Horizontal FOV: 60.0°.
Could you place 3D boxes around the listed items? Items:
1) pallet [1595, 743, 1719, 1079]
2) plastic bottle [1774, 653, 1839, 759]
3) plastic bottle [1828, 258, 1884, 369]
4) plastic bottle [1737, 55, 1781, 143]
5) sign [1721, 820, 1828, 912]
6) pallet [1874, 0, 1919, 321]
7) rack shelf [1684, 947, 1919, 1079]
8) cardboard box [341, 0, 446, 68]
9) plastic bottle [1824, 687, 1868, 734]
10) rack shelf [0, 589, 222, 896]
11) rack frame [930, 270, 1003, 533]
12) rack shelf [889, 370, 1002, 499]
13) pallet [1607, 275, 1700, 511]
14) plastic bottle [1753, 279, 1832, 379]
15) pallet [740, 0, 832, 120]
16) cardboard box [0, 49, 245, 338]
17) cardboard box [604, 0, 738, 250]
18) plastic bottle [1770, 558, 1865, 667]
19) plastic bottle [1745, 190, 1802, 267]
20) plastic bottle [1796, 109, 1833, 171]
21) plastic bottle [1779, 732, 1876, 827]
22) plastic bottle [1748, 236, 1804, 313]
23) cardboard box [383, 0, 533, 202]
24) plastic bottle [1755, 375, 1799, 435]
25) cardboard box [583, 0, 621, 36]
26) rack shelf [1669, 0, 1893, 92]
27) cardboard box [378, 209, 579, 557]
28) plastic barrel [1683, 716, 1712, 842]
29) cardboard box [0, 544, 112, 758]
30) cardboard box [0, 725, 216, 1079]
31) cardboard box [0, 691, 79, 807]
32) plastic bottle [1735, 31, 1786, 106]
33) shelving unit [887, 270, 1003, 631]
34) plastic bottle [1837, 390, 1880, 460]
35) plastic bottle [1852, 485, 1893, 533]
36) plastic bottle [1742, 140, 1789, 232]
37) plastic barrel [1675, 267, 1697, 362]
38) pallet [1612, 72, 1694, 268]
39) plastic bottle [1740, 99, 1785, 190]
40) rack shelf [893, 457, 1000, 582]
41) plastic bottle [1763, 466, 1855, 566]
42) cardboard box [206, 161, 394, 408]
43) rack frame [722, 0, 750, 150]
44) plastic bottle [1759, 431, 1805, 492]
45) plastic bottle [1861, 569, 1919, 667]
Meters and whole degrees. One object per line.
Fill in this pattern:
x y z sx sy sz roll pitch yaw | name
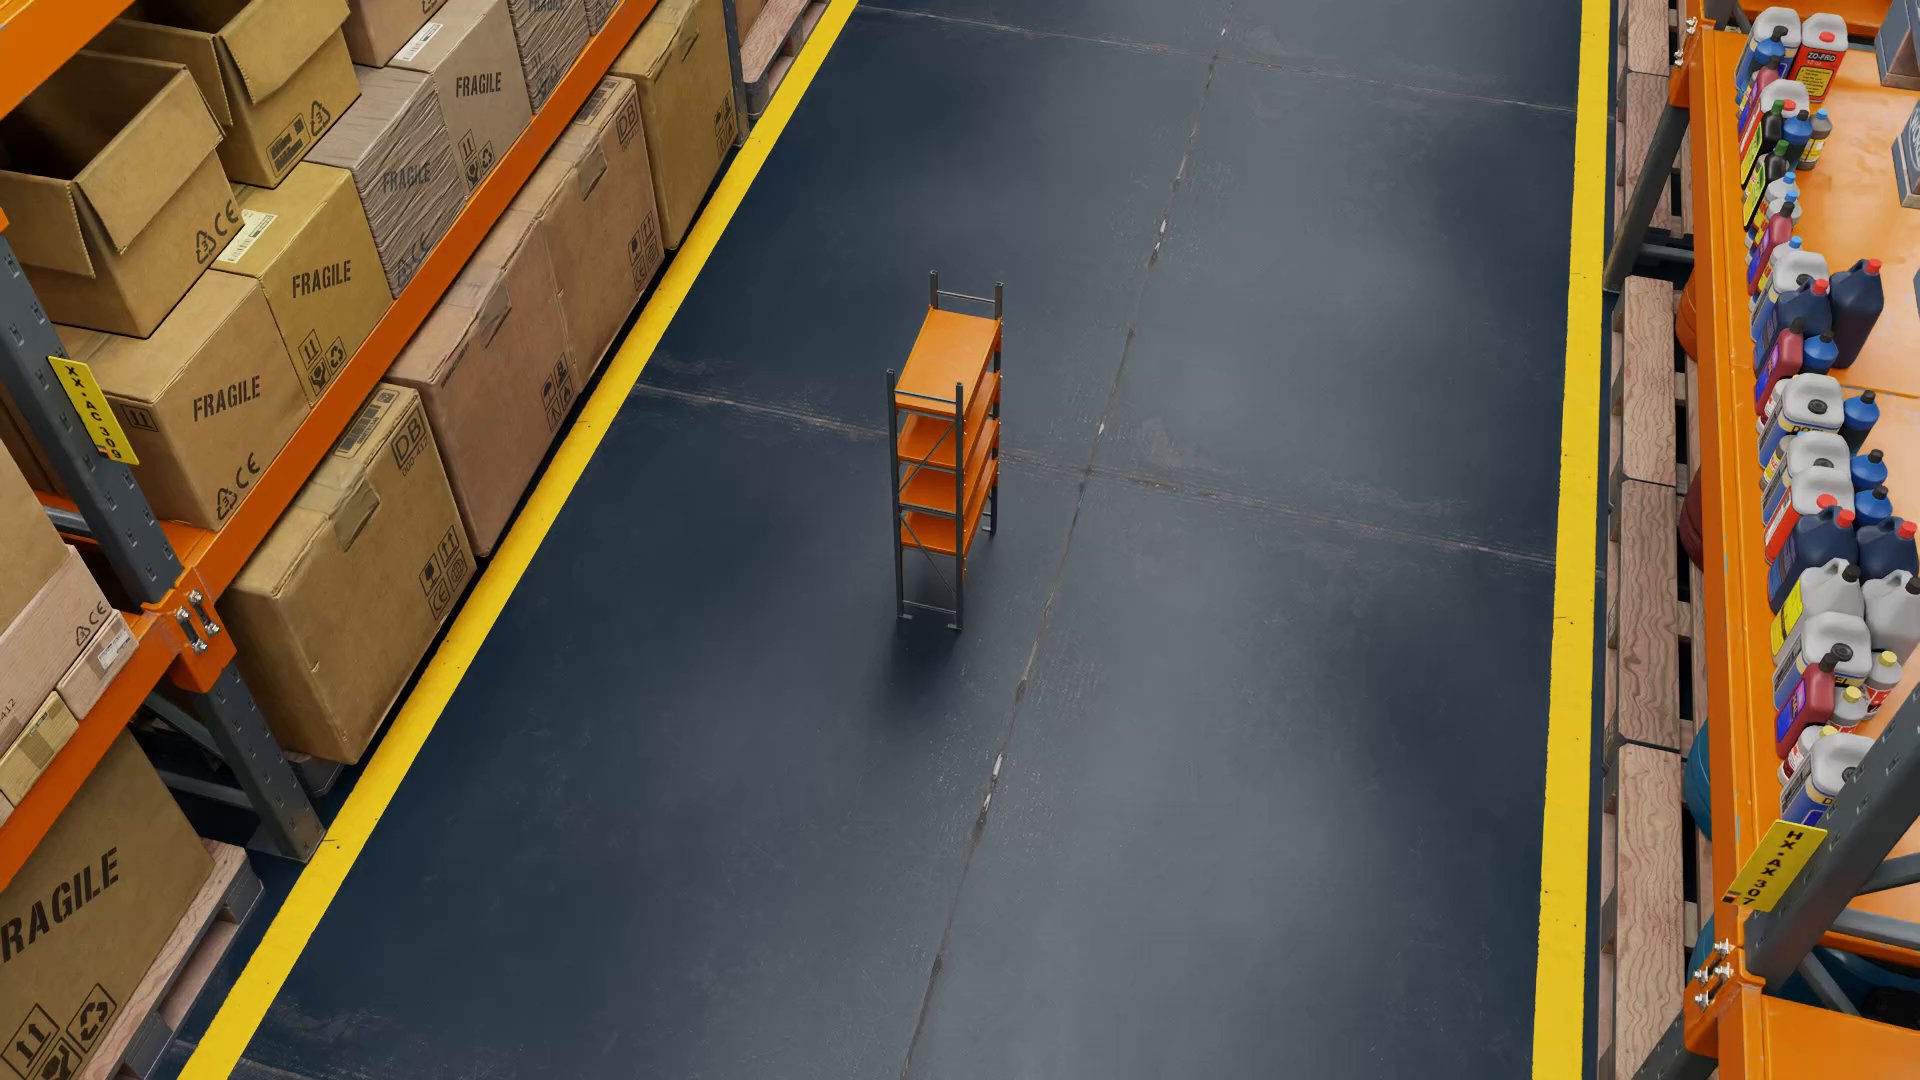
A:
2.466 1.256 5.001 1.003 0.211 1.213 12 50 10 | pallet
2.031 0.397 3.977 0.061 0.283 0.133 12 50 10 | plastic bottle
2.621 -0.694 4.895 0.144 0.351 0.185 12 50 10 | plastic bottle
2.719 -1.493 5.645 0.061 0.283 0.133 12 50 10 | plastic bottle
1.692 0.682 3.463 0.100 0.325 0.005 12 50 10 | sign
2.335 -0.633 2.933 1.213 0.211 1.003 12 50 10 | pallet
1.696 2.568 2.463 1.077 0.370 4.000 12 50 10 | rack shelf
-2.055 -1.870 5.164 0.797 0.503 0.637 13 50 11 | cardboard box
2.112 0.426 4.006 0.097 0.201 0.097 0 49 0 | plastic bottle
-3.082 1.591 3.325 1.077 0.370 4.000 12 50 10 | rack shelf
0.021 -0.454 5.850 0.240 1.200 0.015 12 50 10 | rack frame
-0.044 -0.381 5.577 0.258 0.148 0.480 12 50 10 | rack shelf
3.108 -0.509 6.558 1.003 0.211 1.213 12 50 10 | pallet
2.439 -0.627 4.835 0.144 0.351 0.185 12 50 10 | plastic bottle
-1.296 -2.630 8.430 1.003 0.211 1.213 12 50 10 | pallet
-2.396 -0.923 4.328 0.797 0.503 0.637 10 49 9 | cardboard box
-1.705 -1.928 7.088 1.225 0.875 0.875 9 49 8 | cardboard box
2.149 0.170 4.132 0.144 0.351 0.185 12 50 10 | plastic bottle
2.549 -0.971 5.192 0.097 0.271 0.097 0 49 0 | plastic bottle
2.853 -1.349 5.573 0.097 0.201 0.097 0 49 0 | plastic bottle
2.014 0.575 3.824 0.152 0.276 0.135 12 50 10 | plastic bottle
2.489 -0.804 5.045 0.097 0.271 0.097 0 49 0 | plastic bottle
-1.799 -1.511 5.516 0.500 0.500 0.500 12 50 11 | cardboard box
2.344 -0.383 4.720 0.097 0.201 0.097 0 49 0 | plastic bottle
-1.531 -2.255 6.173 0.500 0.500 0.500 11 50 10 | cardboard box
3.802 -3.219 7.570 1.077 0.370 4.000 12 50 10 | rack shelf
-2.172 -0.643 5.954 1.225 0.875 0.875 10 49 9 | cardboard box
2.569 0.536 4.895 0.600 0.901 0.708 12 50 10 | plastic barrel
-2.419 0.228 3.950 0.500 0.250 0.500 11 49 9 | cardboard box
-2.807 0.932 4.564 0.875 0.875 0.875 12 50 10 | cardboard box
-2.388 0.461 4.010 0.380 0.149 0.250 12 50 11 | cardboard box
2.793 -1.640 5.782 0.097 0.271 0.097 0 49 0 | plastic bottle
-0.044 -0.277 5.694 0.258 1.200 0.503 12 50 10 | shelving unit
2.465 -0.306 4.605 0.097 0.271 0.097 0 49 0 | plastic bottle
2.369 -0.041 4.371 0.097 0.271 0.097 0 49 0 | plastic bottle
2.588 -1.133 5.327 0.061 0.283 0.133 12 50 10 | plastic bottle
3.163 -1.074 6.364 0.600 0.830 0.708 12 50 10 | plastic barrel
3.517 -1.640 7.557 1.003 0.211 1.213 12 50 10 | pallet
2.649 -1.300 5.474 0.061 0.283 0.133 12 50 10 | plastic bottle
-0.044 -0.101 5.894 0.258 0.148 0.480 12 50 10 | rack shelf
2.243 -0.054 4.379 0.152 0.276 0.135 12 50 10 | plastic bottle
-2.062 -0.774 4.866 0.500 0.500 0.500 12 50 10 | cardboard box
-1.503 -2.987 6.886 1.000 3.000 0.127 12 50 10 | rack frame
2.283 -0.216 4.572 0.097 0.201 0.097 0 49 0 | plastic bottle
2.288 0.199 4.107 0.144 0.351 0.185 12 50 10 | plastic bottle
